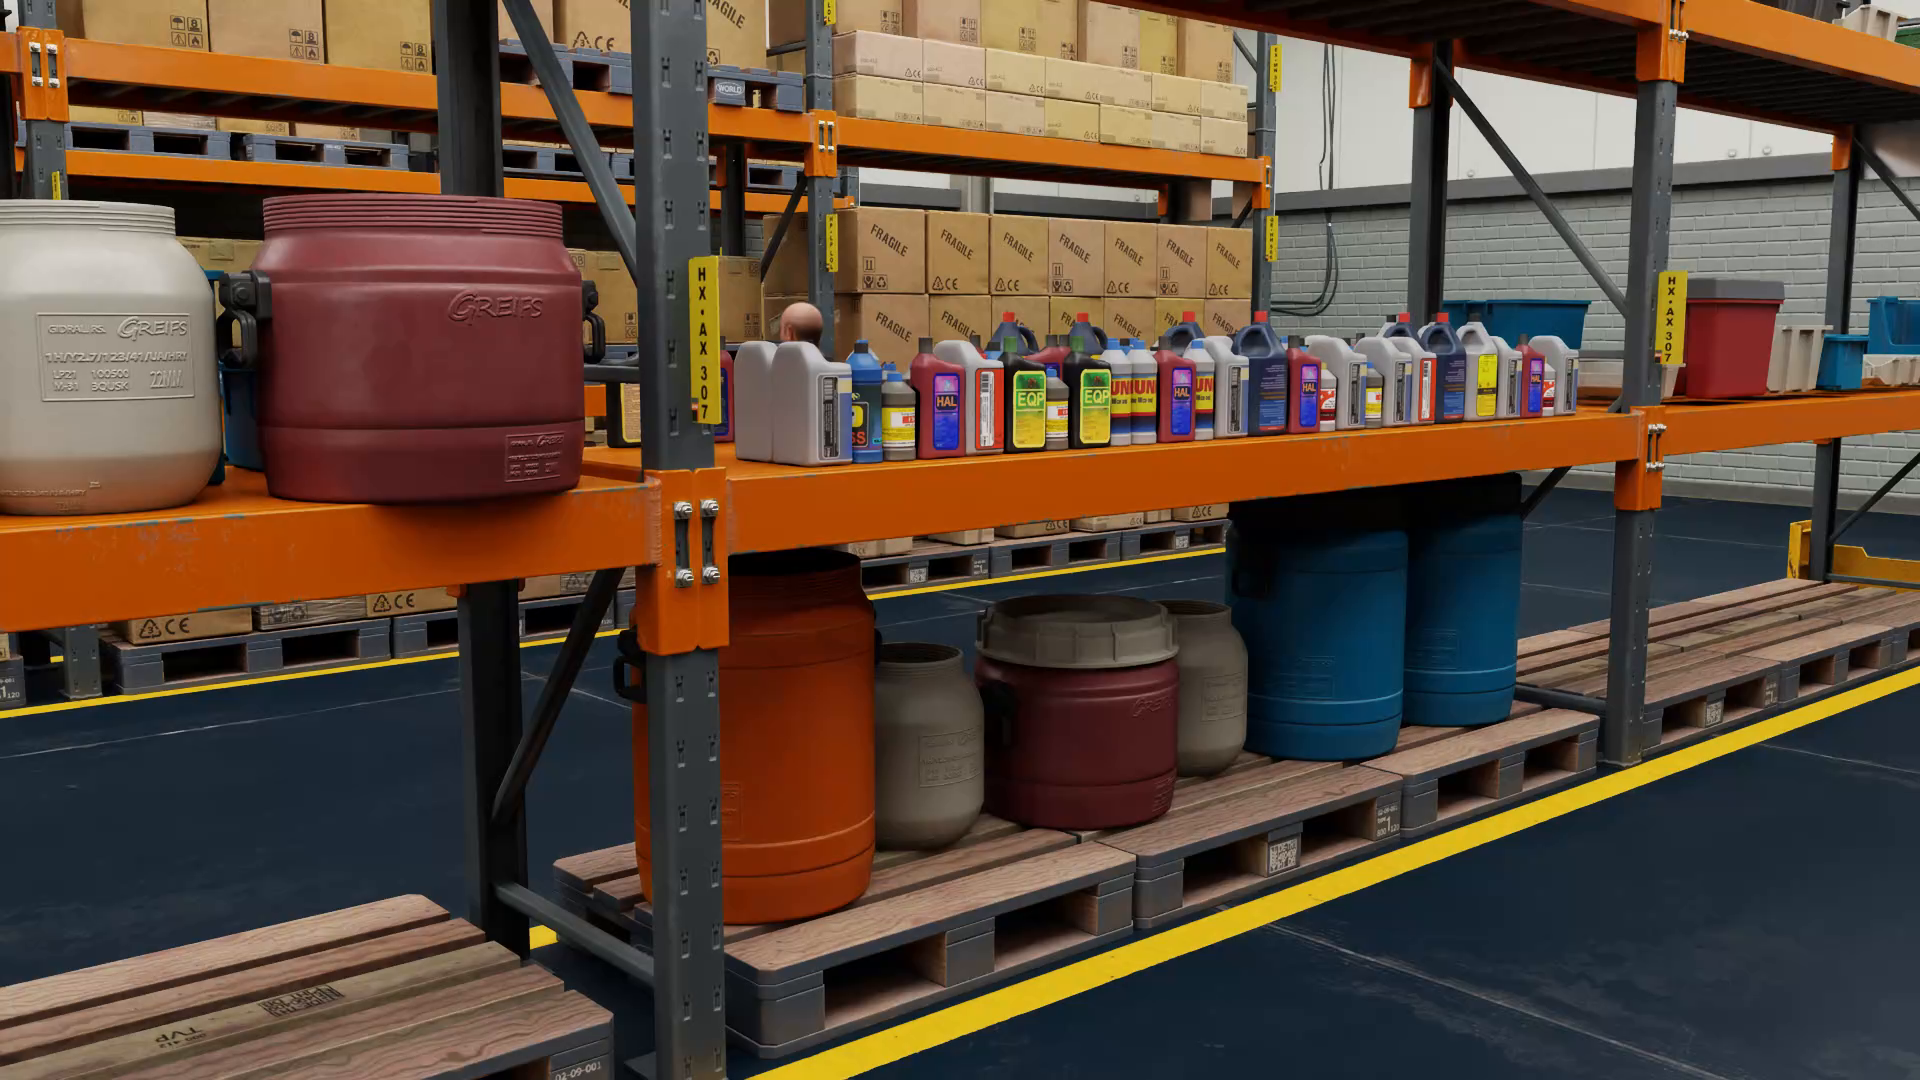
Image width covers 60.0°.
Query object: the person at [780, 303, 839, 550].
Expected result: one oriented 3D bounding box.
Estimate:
[{"bbox_3d":[-0.719,-0.182,7.430,0.531,1.740,0.361,-6,10,-39],"label":"person"}]
